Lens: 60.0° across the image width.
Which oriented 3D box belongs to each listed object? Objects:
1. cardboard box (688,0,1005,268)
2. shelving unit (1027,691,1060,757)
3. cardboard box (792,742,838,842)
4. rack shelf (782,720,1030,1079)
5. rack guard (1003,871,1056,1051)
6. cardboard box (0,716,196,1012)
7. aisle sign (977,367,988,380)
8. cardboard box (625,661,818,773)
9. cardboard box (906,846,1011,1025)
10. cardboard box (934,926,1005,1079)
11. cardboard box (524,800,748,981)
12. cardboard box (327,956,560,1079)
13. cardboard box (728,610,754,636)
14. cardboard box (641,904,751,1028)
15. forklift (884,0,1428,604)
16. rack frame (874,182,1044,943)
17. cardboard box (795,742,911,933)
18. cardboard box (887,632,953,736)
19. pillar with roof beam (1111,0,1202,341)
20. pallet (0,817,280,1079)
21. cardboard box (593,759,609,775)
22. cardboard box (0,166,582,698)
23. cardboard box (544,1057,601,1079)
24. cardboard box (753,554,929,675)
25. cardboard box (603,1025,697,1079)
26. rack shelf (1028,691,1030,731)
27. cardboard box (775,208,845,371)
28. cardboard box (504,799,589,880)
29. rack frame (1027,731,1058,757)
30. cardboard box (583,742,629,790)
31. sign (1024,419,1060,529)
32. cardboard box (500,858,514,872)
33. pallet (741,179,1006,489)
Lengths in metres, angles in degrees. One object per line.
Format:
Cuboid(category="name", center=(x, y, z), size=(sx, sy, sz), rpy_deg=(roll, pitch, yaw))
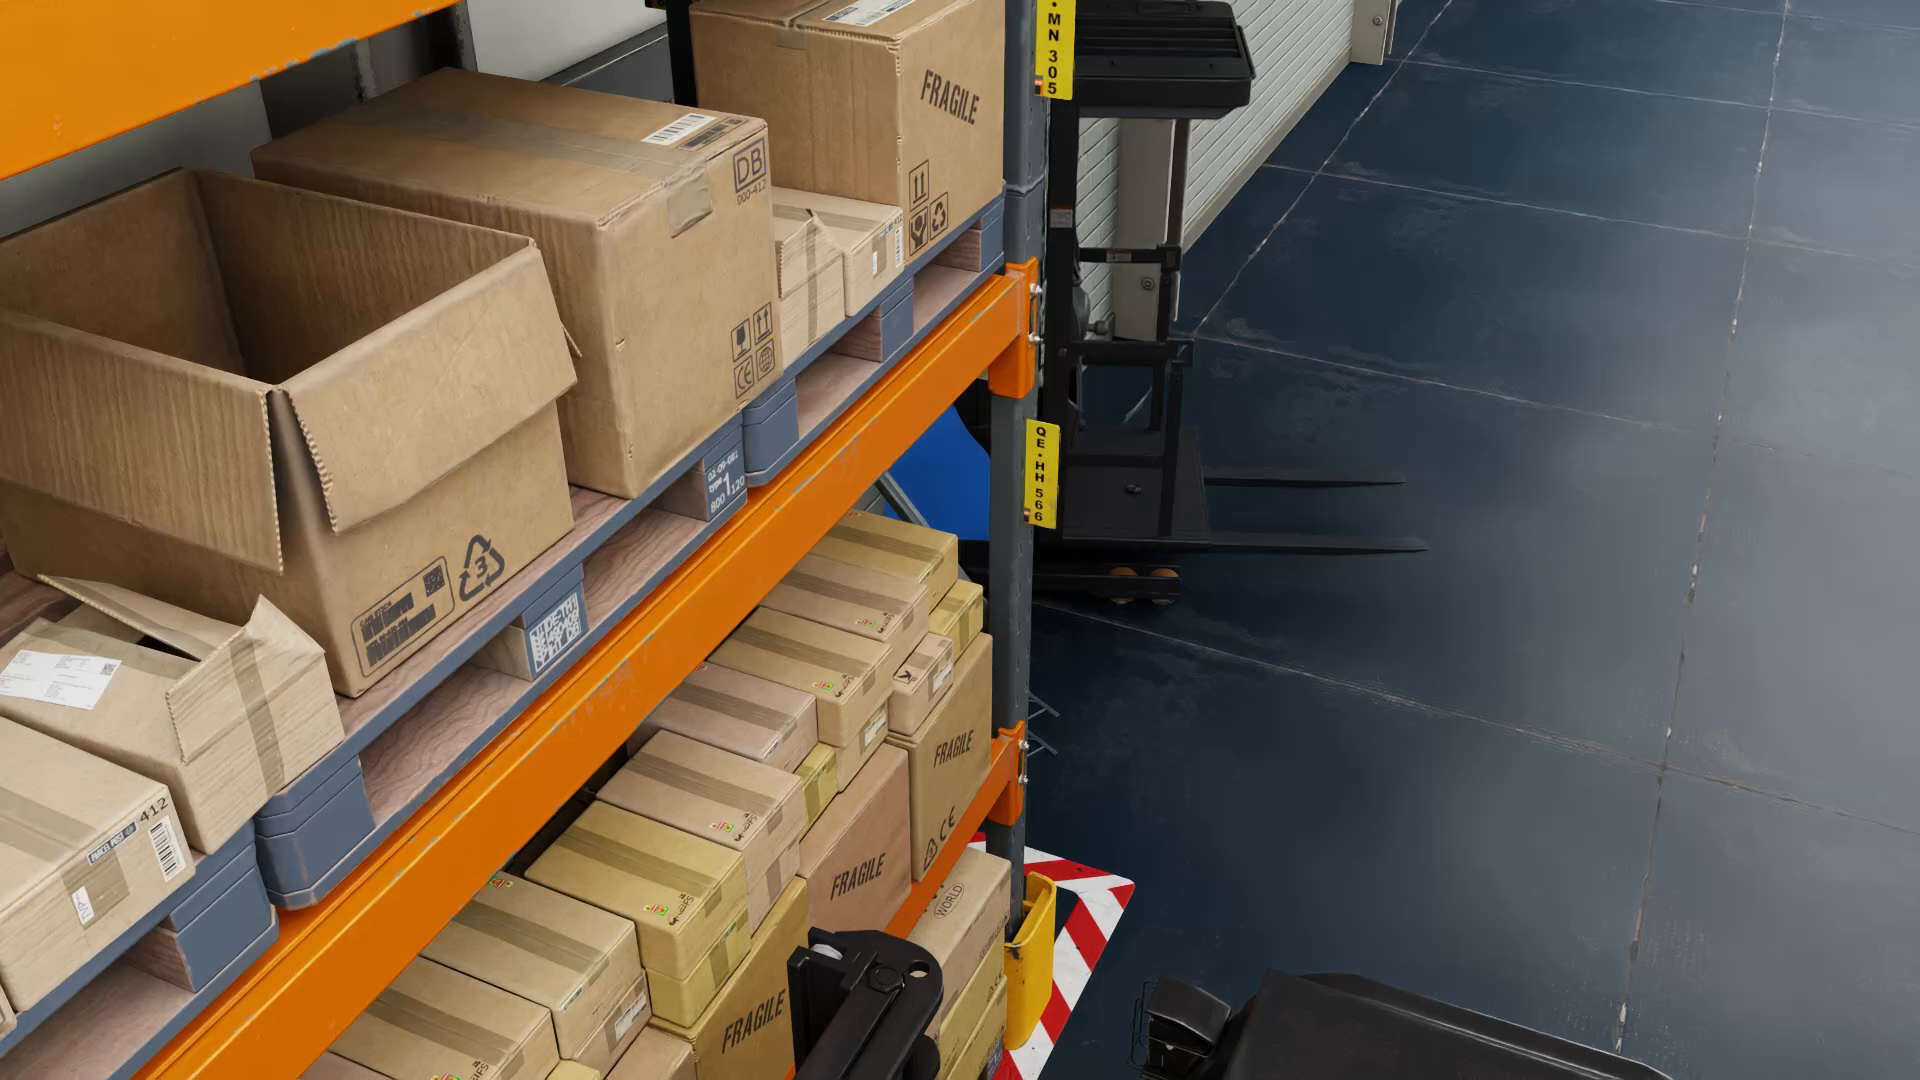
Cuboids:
Cuboid(category="cardboard box", center=(-0.233, -0.962, 3.681), size=(0.500, 0.500, 0.500), rpy_deg=(15, 36, 22))
Cuboid(category="shelving unit", center=(0.027, 0.646, 7.067), size=(0.258, 0.210, 0.900), rpy_deg=(-24, 41, -32))
Cuboid(category="cardboard box", center=(-0.518, 0.569, 3.964), size=(0.380, 0.149, 0.250), rpy_deg=(14, 36, 20))
Cuboid(category="rack shelf", center=(-1.106, 1.572, 3.773), size=(1.077, 0.370, 4.000), rpy_deg=(14, 36, 20))
Cuboid(category="rack guard", center=(-0.259, 1.308, 5.799), size=(1.175, 0.500, 0.348), rpy_deg=(14, 36, 20))
Cuboid(category="cardboard box", center=(-1.158, 0.364, 1.979), size=(0.380, 0.149, 0.250), rpy_deg=(15, 36, 22))
Cuboid(category="aisle sign", center=(0.025, -0.778, 4.330), size=(0.394, 0.787, 0.004), rpy_deg=(14, 36, 20))
Cuboid(category="cardboard box", center=(-0.559, 0.438, 3.893), size=(0.380, 0.149, 0.250), rpy_deg=(14, 36, 21))
Cuboid(category="cardboard box", center=(-0.179, 1.132, 5.001), size=(0.500, 0.250, 0.500), rpy_deg=(15, 36, 22))
Cuboid(category="cardboard box", center=(-0.189, 1.354, 5.118), size=(0.500, 0.250, 0.500), rpy_deg=(14, 36, 20))
Cuboid(category="cardboard box", center=(-0.671, 0.723, 3.458), size=(0.380, 0.149, 0.250), rpy_deg=(15, 36, 21))
Cuboid(category="cardboard box", center=(-0.985, 0.951, 3.110), size=(0.380, 0.149, 0.250), rpy_deg=(14, 36, 21))
Cuboid(category="cardboard box", center=(-0.692, 0.209, 4.513), size=(0.380, 0.149, 0.250), rpy_deg=(14, 36, 20))
Cuboid(category="cardboard box", center=(-0.674, 0.843, 3.546), size=(0.380, 0.149, 0.250), rpy_deg=(14, 36, 21))
Cuboid(category="forklift", center=(0.700, -1.226, 7.447), size=(3.031, 2.935, 1.130), rpy_deg=(2, 33, 3))
Cuboid(category="rack frame", center=(-0.269, 0.275, 5.095), size=(1.000, 3.000, 0.127), rpy_deg=(14, 36, 20))
Cuboid(category="cardboard box", center=(-0.462, 0.795, 4.211), size=(0.500, 0.500, 0.500), rpy_deg=(15, 36, 22))
Cuboid(category="cardboard box", center=(-0.240, 0.333, 4.324), size=(0.380, 0.149, 0.250), rpy_deg=(15, 36, 21))
Cuboid(category="pillar with roof beam", center=(5.041, -4.095, 6.288), size=(9.100, 9.000, 0.400), rpy_deg=(14, 36, 20))
Cuboid(category="pallet", center=(-1.609, 0.619, 1.916), size=(1.003, 0.211, 1.213), rpy_deg=(14, 36, 20))
Cuboid(category="cardboard box", center=(-1.046, 0.470, 3.844), size=(0.380, 0.149, 0.250), rpy_deg=(15, 36, 22))
Cuboid(category="cardboard box", center=(-1.032, -0.194, 2.506), size=(0.797, 0.503, 0.637), rpy_deg=(15, 36, 22))
Cuboid(category="cardboard box", center=(-0.905, 1.090, 3.169), size=(0.380, 0.149, 0.250), rpy_deg=(13, 36, 20))
Cuboid(category="cardboard box", center=(-0.303, 0.194, 4.264), size=(0.380, 0.149, 0.250), rpy_deg=(14, 36, 21))
Cuboid(category="cardboard box", center=(-0.877, 1.303, 3.436), size=(0.500, 0.500, 0.500), rpy_deg=(14, 36, 21))
Cuboid(category="rack shelf", center=(0.177, 0.748, 6.915), size=(0.258, 0.200, 0.077), rpy_deg=(-24, 41, -32))
Cuboid(category="cardboard box", center=(-0.446, -0.532, 3.239), size=(0.396, 0.266, 0.258), rpy_deg=(14, 36, 21))
Cuboid(category="cardboard box", center=(-1.133, 0.932, 4.002), size=(0.500, 0.500, 0.500), rpy_deg=(14, 36, 20))
Cuboid(category="rack frame", center=(0.026, 0.730, 7.123), size=(0.240, 0.006, 0.900), rpy_deg=(-24, 41, -32))
Cuboid(category="cardboard box", center=(-0.971, 0.453, 4.141), size=(0.380, 0.149, 0.250), rpy_deg=(13, 35, 19))
Cuboid(category="sign", center=(0.218, -0.177, 4.512), size=(0.100, 0.325, 0.005), rpy_deg=(14, 36, 20))
Cuboid(category="cardboard box", center=(-1.249, 0.695, 3.771), size=(0.380, 0.149, 0.250), rpy_deg=(15, 36, 22))
Cuboid(category="pallet", center=(-0.589, -0.596, 3.769), size=(1.003, 0.211, 1.213), rpy_deg=(14, 36, 20))
